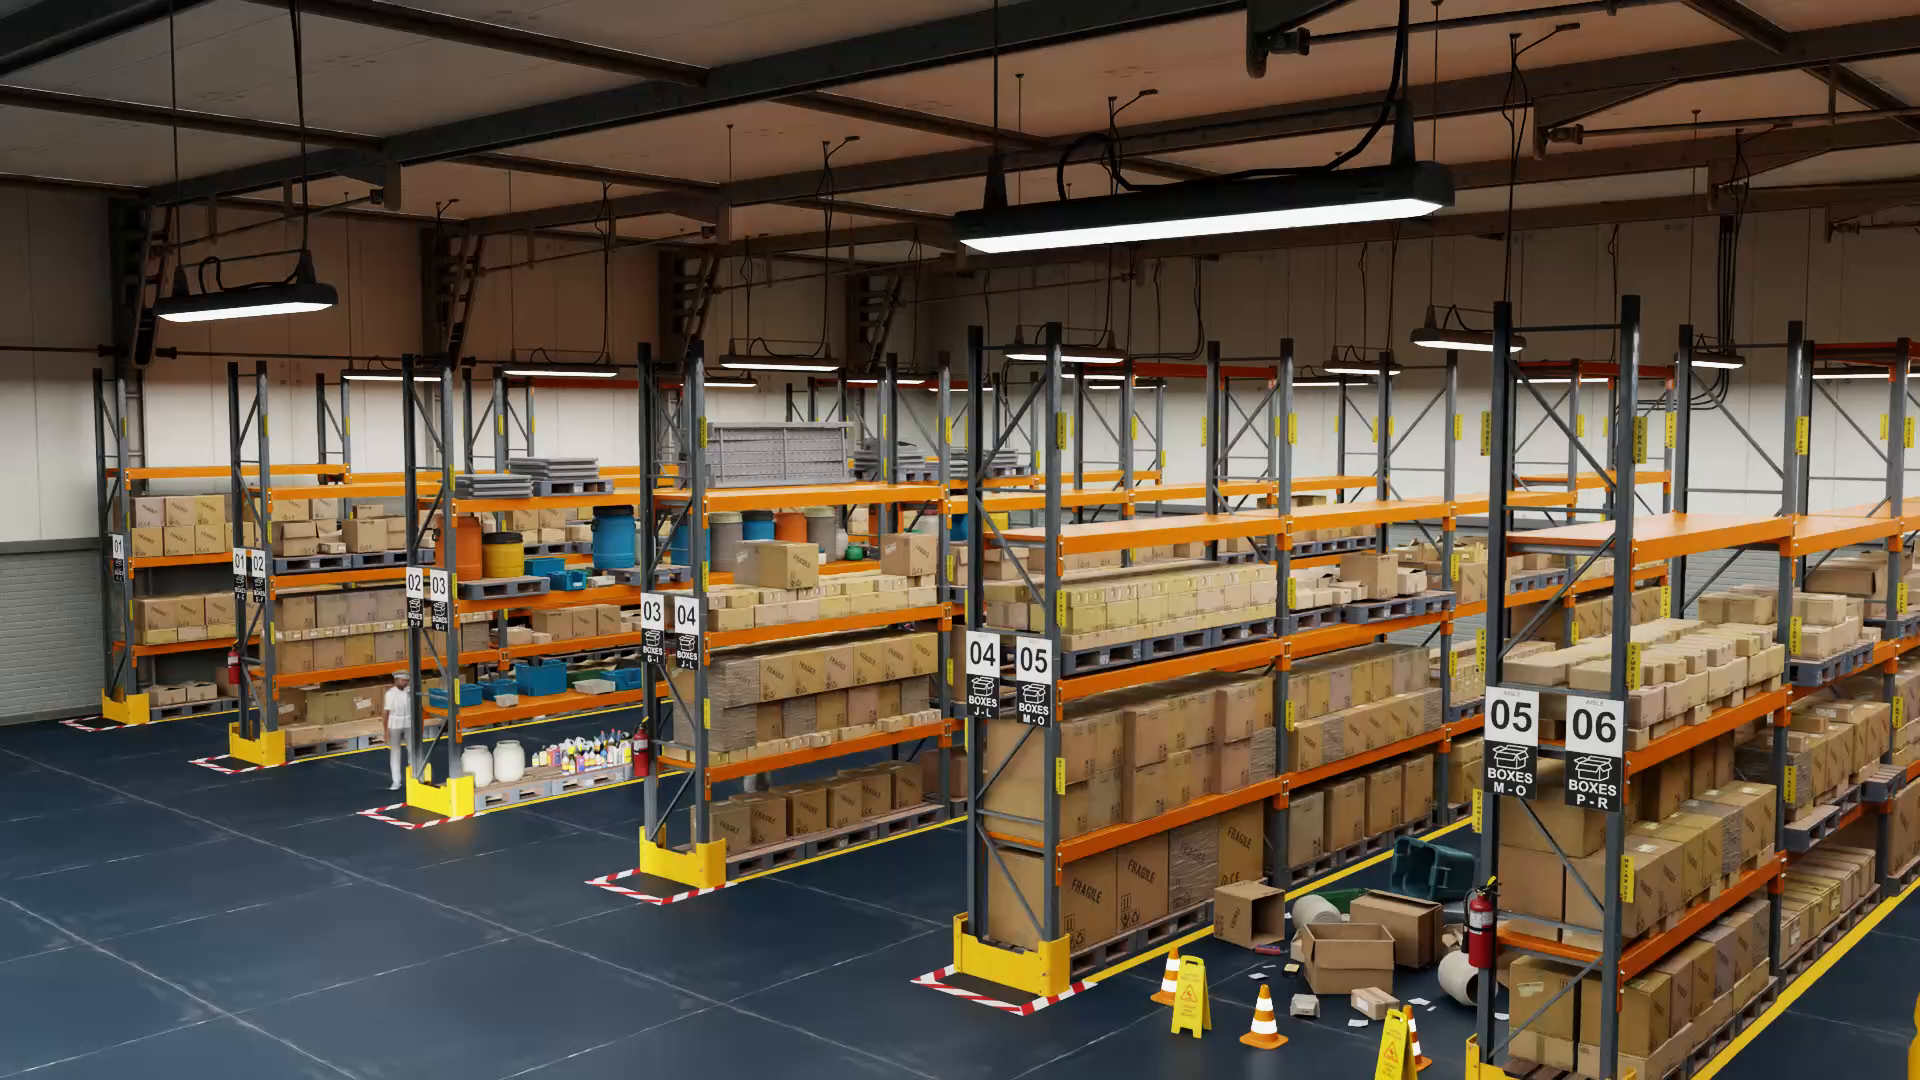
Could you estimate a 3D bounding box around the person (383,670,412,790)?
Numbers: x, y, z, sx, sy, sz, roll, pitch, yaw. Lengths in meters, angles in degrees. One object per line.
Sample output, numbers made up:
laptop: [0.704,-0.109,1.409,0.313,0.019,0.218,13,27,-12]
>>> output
person: [-7.730,2.636,23.095,0.519,1.692,0.489,-3,5,-40]

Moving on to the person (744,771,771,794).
person: [-2.671,2.671,22.010,0.376,1.800,0.659,3,5,37]
